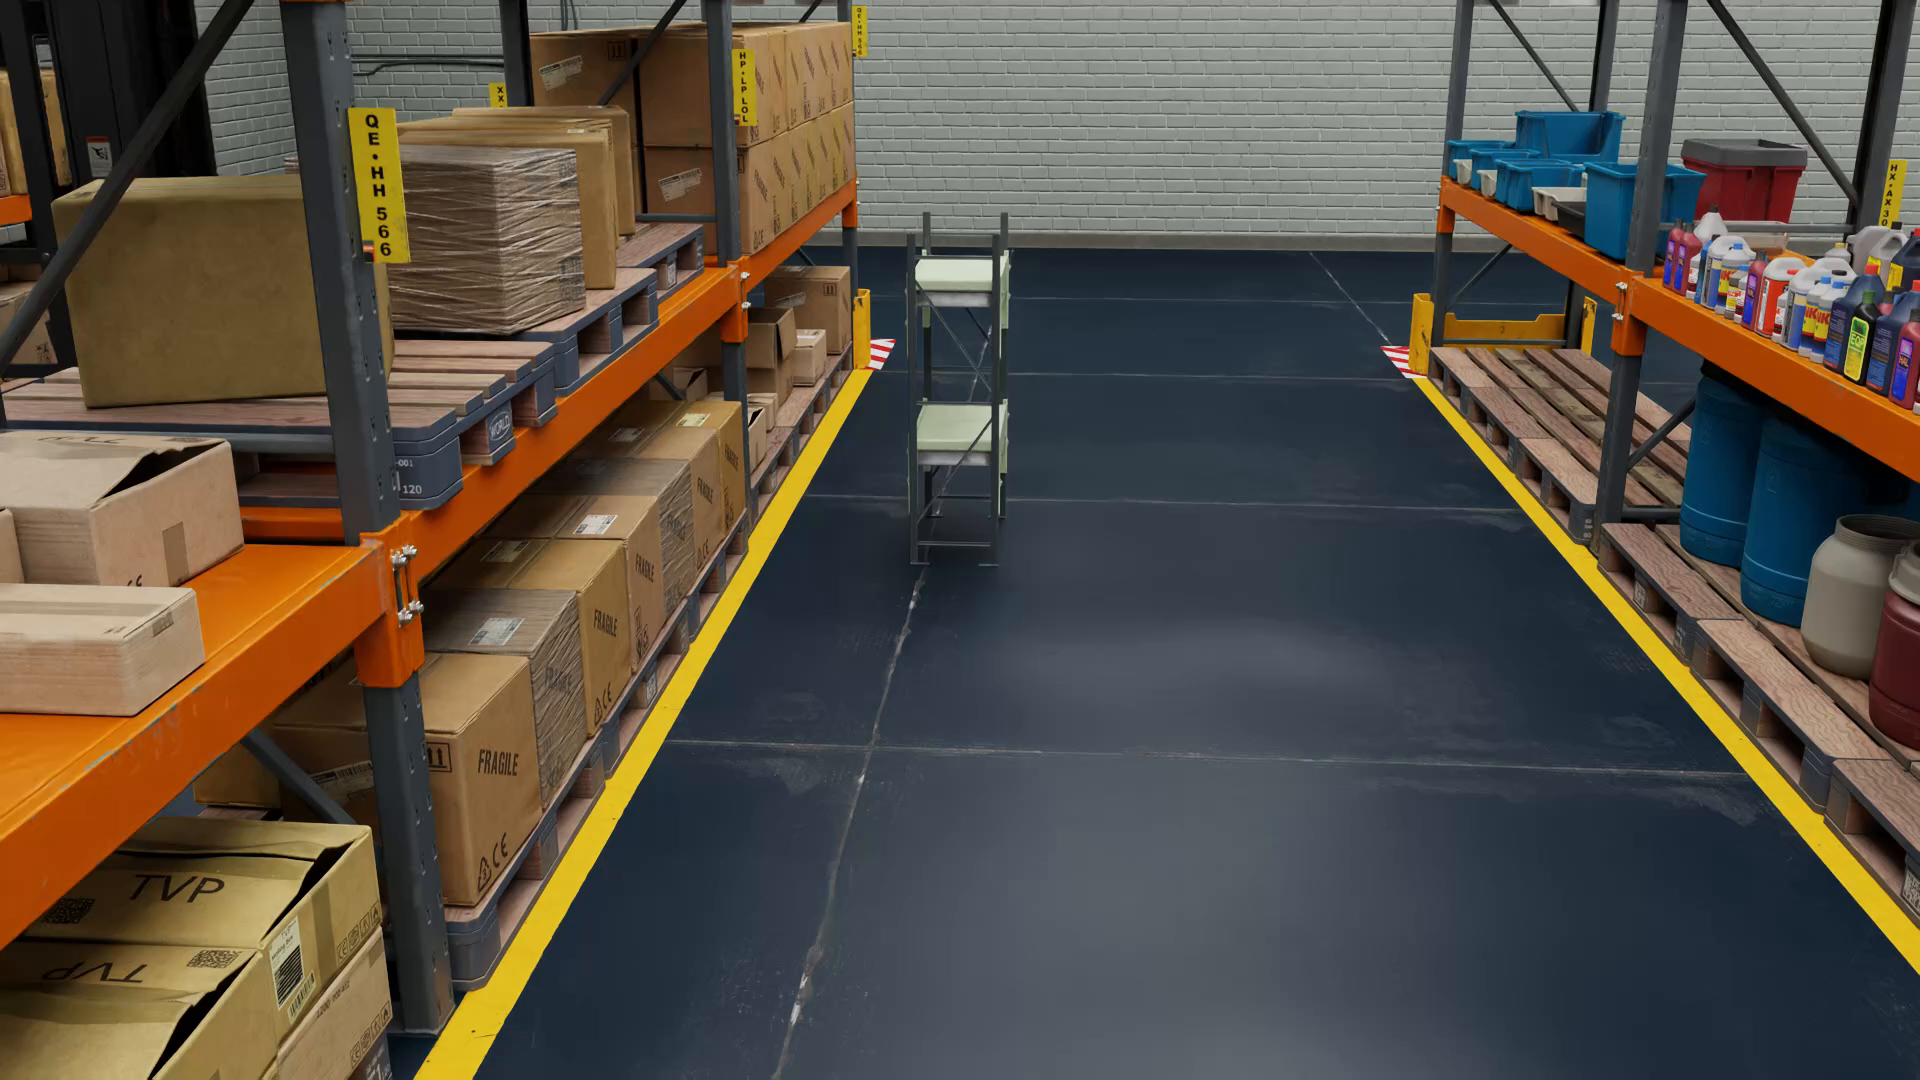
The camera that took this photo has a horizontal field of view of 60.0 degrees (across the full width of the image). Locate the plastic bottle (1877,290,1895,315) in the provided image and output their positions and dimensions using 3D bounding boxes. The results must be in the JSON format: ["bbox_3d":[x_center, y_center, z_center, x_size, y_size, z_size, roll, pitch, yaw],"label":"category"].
[{"bbox_3d":[2.917,-0.636,5.233,0.061,0.283,0.133,1,18,4],"label":"plastic bottle"}]

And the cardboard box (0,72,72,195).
[{"bbox_3d":[-6.227,-2.567,10.458,0.980,0.700,0.700,1,18,3],"label":"cardboard box"}]

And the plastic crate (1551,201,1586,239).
[{"bbox_3d":[3.247,-1.597,8.325,0.437,0.125,0.590,1,18,4],"label":"plastic crate"}]

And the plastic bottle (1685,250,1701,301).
[{"bbox_3d":[2.984,-1.069,6.688,0.097,0.201,0.097,0,18,0],"label":"plastic bottle"}]

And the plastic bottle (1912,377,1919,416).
[{"bbox_3d":[2.844,-0.463,4.837,0.097,0.201,0.097,0,18,0],"label":"plastic bottle"}]

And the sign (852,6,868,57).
[{"bbox_3d":[-0.666,-3.382,11.059,0.100,0.325,0.005,1,18,4],"label":"sign"}]

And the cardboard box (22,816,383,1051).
[{"bbox_3d":[-1.584,0.794,3.524,0.500,0.311,0.500,2,18,5],"label":"cardboard box"}]

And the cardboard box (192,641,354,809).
[{"bbox_3d":[-1.959,0.468,4.985,0.500,0.500,0.500,2,18,6],"label":"cardboard box"}]

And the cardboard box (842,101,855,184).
[{"bbox_3d":[-0.979,-2.602,10.886,0.500,0.500,0.500,2,18,6],"label":"cardboard box"}]

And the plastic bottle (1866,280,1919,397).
[{"bbox_3d":[2.887,-0.619,5.073,0.144,0.351,0.185,1,18,4],"label":"plastic bottle"}]

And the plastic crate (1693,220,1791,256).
[{"bbox_3d":[3.611,-1.390,7.676,0.396,0.136,0.243,1,18,4],"label":"plastic crate"}]

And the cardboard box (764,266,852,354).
[{"bbox_3d":[-1.012,-1.547,11.133,0.500,0.500,0.500,1,18,4],"label":"cardboard box"}]

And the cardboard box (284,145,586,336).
[{"bbox_3d":[-1.603,-0.940,5.140,0.700,0.500,0.500,5,19,14],"label":"cardboard box"}]

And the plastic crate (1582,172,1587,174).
[{"bbox_3d":[3.809,-2.144,9.977,0.396,0.136,0.243,1,18,4],"label":"plastic crate"}]

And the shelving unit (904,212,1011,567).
[{"bbox_3d":[0.000,-0.711,7.683,0.431,1.500,0.755,1,18,4],"label":"shelving unit"}]

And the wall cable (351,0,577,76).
[{"bbox_3d":[-5.398,-5.933,16.565,3.097,2.526,0.112,1,18,4],"label":"wall cable"}]

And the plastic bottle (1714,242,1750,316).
[{"bbox_3d":[2.960,-1.000,6.365,0.097,0.271,0.097,0,18,0],"label":"plastic bottle"}]

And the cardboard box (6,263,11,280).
[{"bbox_3d":[-6.336,-1.795,10.883,0.380,0.149,0.250,1,18,4],"label":"cardboard box"}]

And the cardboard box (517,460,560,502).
[{"bbox_3d":[-1.854,-0.013,6.453,0.500,0.500,0.500,2,18,5],"label":"cardboard box"}]

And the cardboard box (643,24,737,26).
[{"bbox_3d":[-1.584,-2.773,9.801,0.500,0.500,0.500,2,18,5],"label":"cardboard box"}]

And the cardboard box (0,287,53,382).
[{"bbox_3d":[-6.181,-1.290,10.381,0.700,0.500,0.500,1,18,2],"label":"cardboard box"}]

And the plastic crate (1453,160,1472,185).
[{"bbox_3d":[3.270,-2.324,10.526,0.250,0.136,0.298,1,18,4],"label":"plastic crate"}]

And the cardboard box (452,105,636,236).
[{"bbox_3d":[-1.762,-1.562,7.039,0.700,0.500,0.500,-5,19,-15],"label":"cardboard box"}]

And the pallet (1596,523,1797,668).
[{"bbox_3d":[3.338,0.218,6.918,1.003,0.211,1.213,1,18,4],"label":"pallet"}]

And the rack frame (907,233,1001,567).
[{"bbox_3d":[-0.027,-0.597,7.336,0.400,1.500,0.023,1,18,4],"label":"rack frame"}]

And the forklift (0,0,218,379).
[{"bbox_3d":[-4.532,-1.644,8.233,3.031,2.935,1.130,-1,18,-2],"label":"forklift"}]

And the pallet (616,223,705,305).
[{"bbox_3d":[-1.671,-1.120,6.833,1.003,0.211,1.213,1,18,4],"label":"pallet"}]

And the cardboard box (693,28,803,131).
[{"bbox_3d":[-1.117,-2.440,8.786,0.500,0.500,0.500,1,18,2],"label":"cardboard box"}]

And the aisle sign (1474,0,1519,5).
[{"bbox_3d":[3.431,-3.852,10.688,0.394,0.787,0.004,1,18,4],"label":"aisle sign"}]

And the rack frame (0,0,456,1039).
[{"bbox_3d":[-1.792,-0.215,3.762,1.000,3.000,0.127,1,18,4],"label":"rack frame"}]

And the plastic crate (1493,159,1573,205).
[{"bbox_3d":[3.281,-2.059,9.561,0.416,0.233,0.300,1,18,4],"label":"plastic crate"}]

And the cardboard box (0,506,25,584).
[{"bbox_3d":[-2.049,0.101,2.941,0.500,0.311,0.500,1,18,3],"label":"cardboard box"}]

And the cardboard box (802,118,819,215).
[{"bbox_3d":[-1.090,-2.130,9.444,0.500,0.500,0.500,1,18,3],"label":"cardboard box"}]

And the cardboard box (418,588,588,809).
[{"bbox_3d":[-1.442,0.466,4.991,0.500,0.500,0.500,1,18,2],"label":"cardboard box"}]

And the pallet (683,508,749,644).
[{"bbox_3d":[-1.526,0.121,7.214,1.003,0.211,1.213,1,18,4],"label":"pallet"}]

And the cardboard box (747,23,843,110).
[{"bbox_3d":[-1.012,-2.921,10.254,0.500,0.500,0.500,2,18,5],"label":"cardboard box"}]

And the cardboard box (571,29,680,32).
[{"bbox_3d":[-1.693,-2.302,8.365,0.500,0.500,0.500,1,18,3],"label":"cardboard box"}]

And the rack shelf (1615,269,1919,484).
[{"bbox_3d":[3.292,-0.383,5.429,1.077,0.370,4.000,1,18,4],"label":"rack shelf"}]

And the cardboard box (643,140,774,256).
[{"bbox_3d":[-1.197,-1.657,8.002,0.500,0.500,0.500,2,18,5],"label":"cardboard box"}]

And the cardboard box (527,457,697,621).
[{"bbox_3d":[-1.335,-0.010,6.444,0.500,0.500,0.500,2,18,5],"label":"cardboard box"}]

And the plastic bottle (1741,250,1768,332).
[{"bbox_3d":[2.920,-0.910,6.070,0.061,0.283,0.133,1,18,4],"label":"plastic bottle"}]

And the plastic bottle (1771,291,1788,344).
[{"bbox_3d":[2.920,-0.793,5.845,0.097,0.201,0.097,0,18,0],"label":"plastic bottle"}]

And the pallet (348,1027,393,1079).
[{"bbox_3d":[-1.890,1.365,3.419,1.003,0.211,1.213,1,18,4],"label":"pallet"}]

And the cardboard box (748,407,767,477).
[{"bbox_3d":[-1.259,-0.514,8.287,0.500,0.311,0.500,1,18,4],"label":"cardboard box"}]

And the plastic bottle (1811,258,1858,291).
[{"bbox_3d":[3.107,-0.860,5.931,0.152,0.276,0.135,1,18,4],"label":"plastic bottle"}]

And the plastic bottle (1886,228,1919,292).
[{"bbox_3d":[3.538,-0.975,6.161,0.144,0.351,0.185,1,18,4],"label":"plastic bottle"}]

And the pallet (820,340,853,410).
[{"bbox_3d":[-1.280,-1.103,10.951,1.003,0.211,1.213,1,18,4],"label":"pallet"}]

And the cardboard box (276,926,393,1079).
[{"bbox_3d":[-1.587,1.061,3.610,0.500,0.250,0.500,2,18,5],"label":"cardboard box"}]

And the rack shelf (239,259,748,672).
[{"bbox_3d":[-1.649,-0.494,5.770,1.077,0.370,4.000,1,18,4],"label":"rack shelf"}]

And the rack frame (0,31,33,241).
[{"bbox_3d":[-6.160,-2.809,11.679,1.000,3.000,0.127,1,18,4],"label":"rack frame"}]

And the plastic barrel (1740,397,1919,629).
[{"bbox_3d":[3.328,-0.160,6.288,0.600,0.901,0.708,1,18,4],"label":"plastic barrel"}]

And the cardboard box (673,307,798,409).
[{"bbox_3d":[-1.376,-1.064,9.655,0.797,0.503,0.637,1,18,4],"label":"cardboard box"}]

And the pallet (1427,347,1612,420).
[{"bbox_3d":[3.624,-1.008,10.659,1.003,0.211,1.213,1,18,4],"label":"pallet"}]

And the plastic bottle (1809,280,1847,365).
[{"bbox_3d":[2.896,-0.724,5.522,0.097,0.271,0.097,0,18,0],"label":"plastic bottle"}]
